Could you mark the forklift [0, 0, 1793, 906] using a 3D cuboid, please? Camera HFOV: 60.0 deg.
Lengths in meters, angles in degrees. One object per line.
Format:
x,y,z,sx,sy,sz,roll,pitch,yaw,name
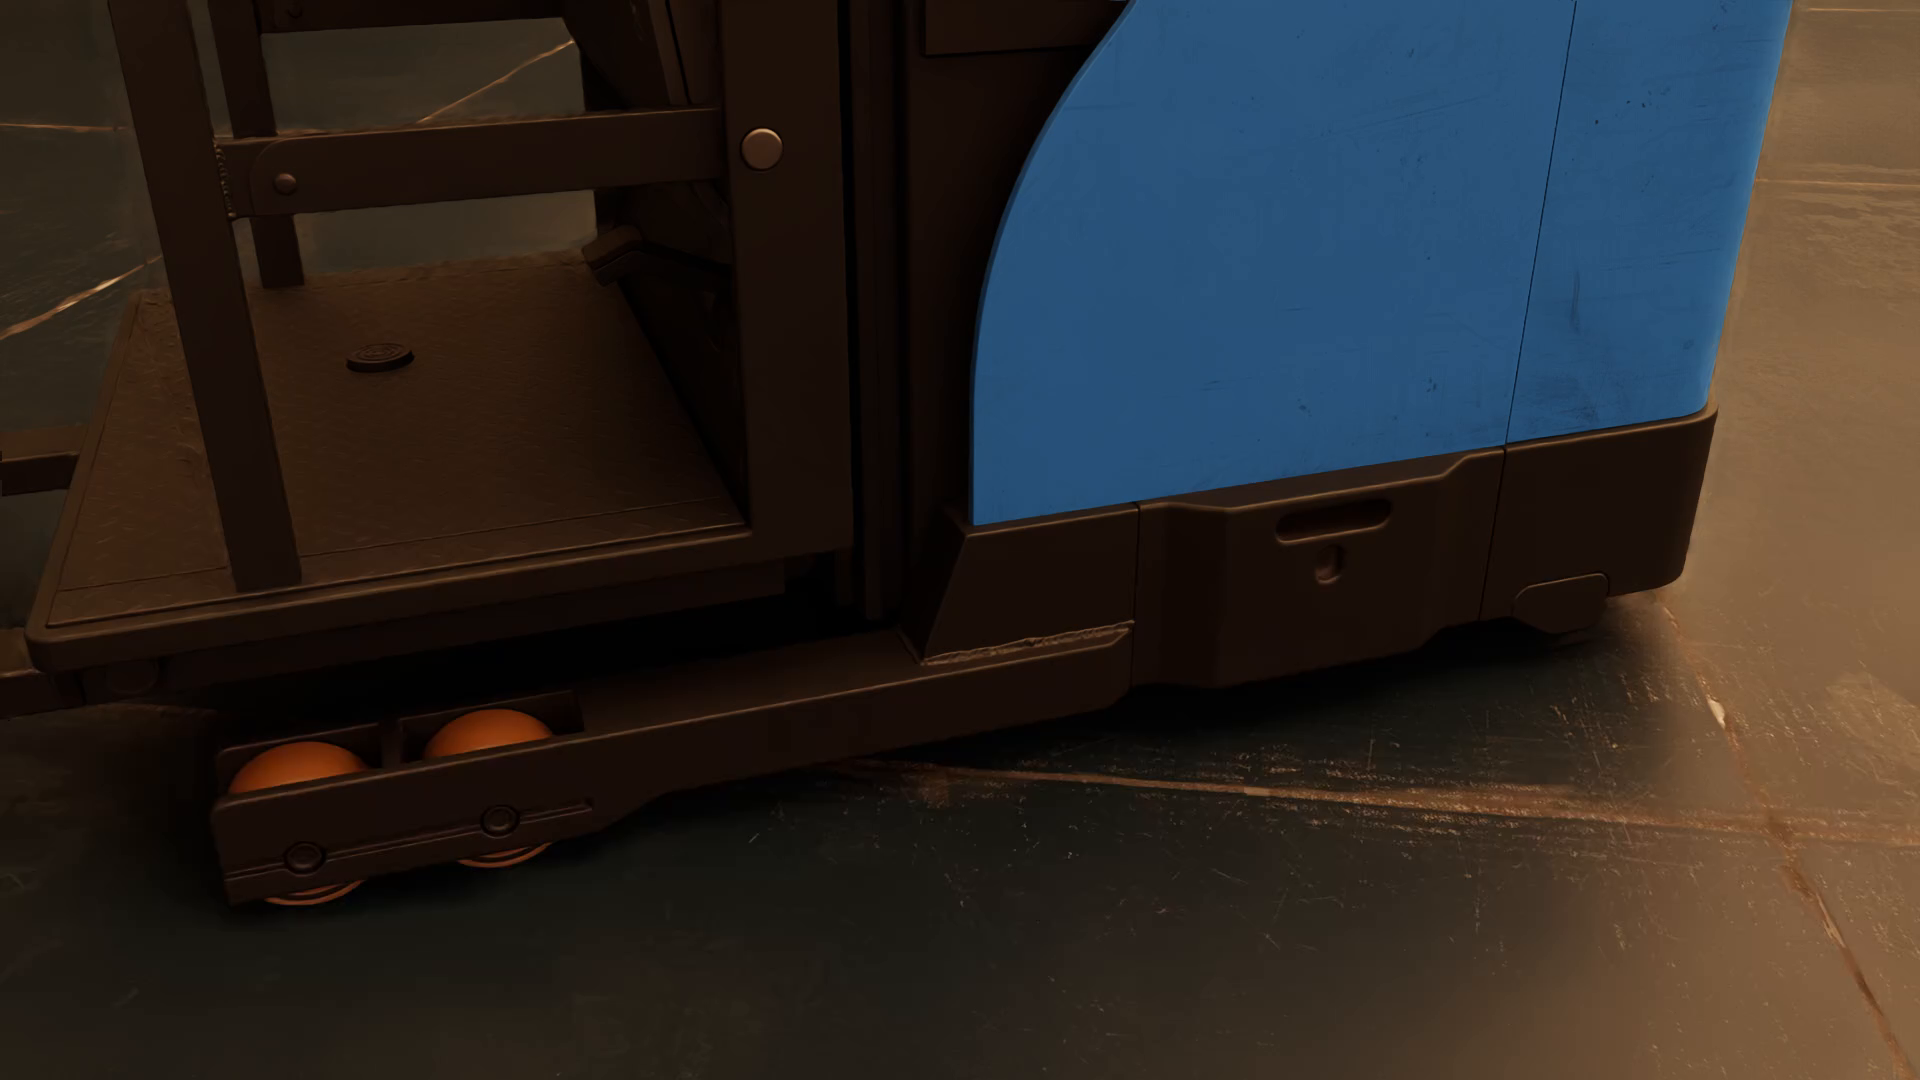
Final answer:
-0.582,-1.196,1.614,3.031,2.935,1.130,-9,28,-17,forklift
